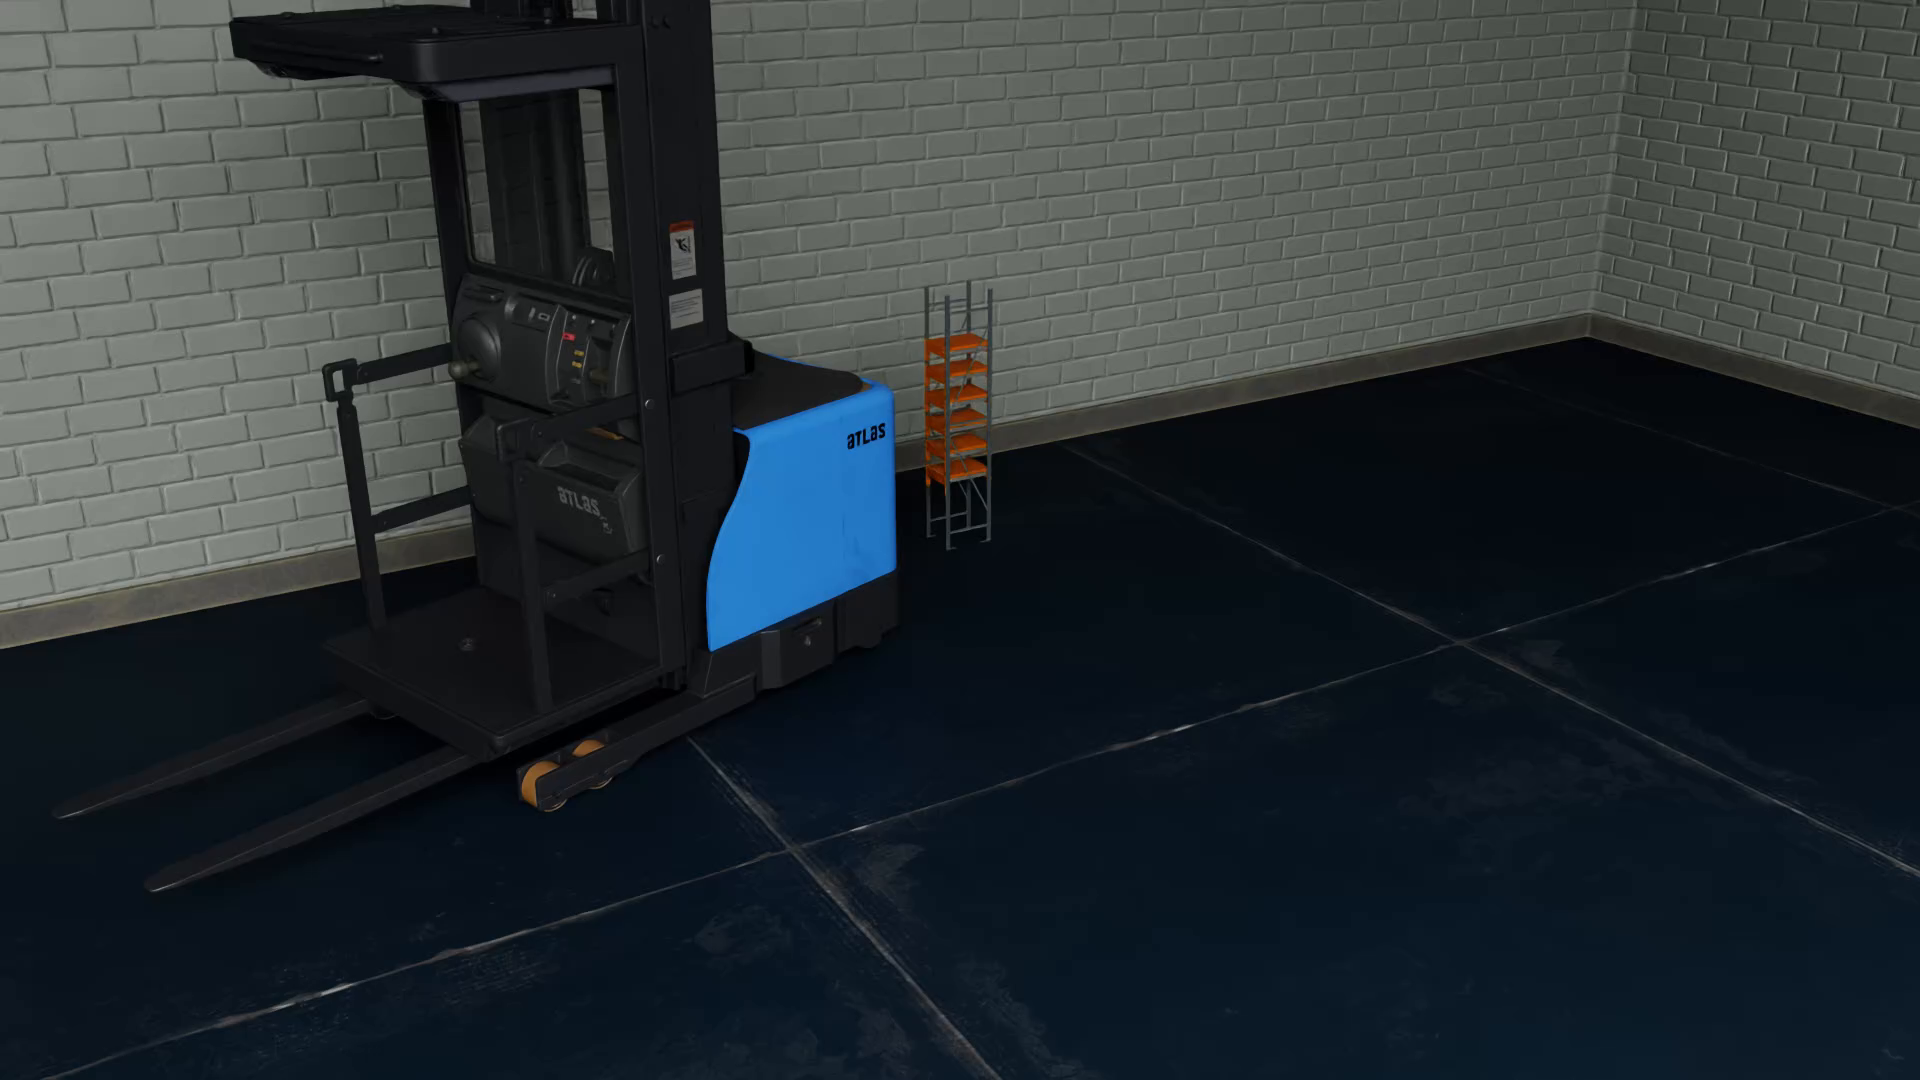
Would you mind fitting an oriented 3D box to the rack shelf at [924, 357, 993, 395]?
[{"bbox_3d":[-0.007,-0.742,7.523,0.258,0.103,0.180,-13,25,-28],"label":"rack shelf"}]

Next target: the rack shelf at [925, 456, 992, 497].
[{"bbox_3d":[-0.007,-0.297,7.704,0.258,0.103,0.180,-13,25,-28],"label":"rack shelf"}]

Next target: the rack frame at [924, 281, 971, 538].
[{"bbox_3d":[-0.054,-0.590,7.670,0.240,1.200,0.006,-13,25,-28],"label":"rack frame"}]

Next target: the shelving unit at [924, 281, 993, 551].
[{"bbox_3d":[-0.007,-0.561,7.597,0.258,1.200,0.189,-13,25,-28],"label":"shelving unit"}]

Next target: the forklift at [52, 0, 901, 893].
[{"bbox_3d":[-1.579,-0.662,5.547,1.130,2.935,3.031,18,28,37],"label":"forklift"}]

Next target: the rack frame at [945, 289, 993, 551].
[{"bbox_3d":[0.039,-0.531,7.524,0.240,1.200,0.006,-13,25,-28],"label":"rack frame"}]

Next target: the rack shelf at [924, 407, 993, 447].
[{"bbox_3d":[-0.007,-0.519,7.614,0.258,0.103,0.180,-13,25,-28],"label":"rack shelf"}]

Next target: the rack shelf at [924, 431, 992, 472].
[{"bbox_3d":[-0.007,-0.408,7.659,0.258,0.103,0.180,-13,25,-28],"label":"rack shelf"}]

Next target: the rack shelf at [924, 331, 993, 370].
[{"bbox_3d":[-0.007,-0.853,7.478,0.258,0.103,0.180,-13,25,-28],"label":"rack shelf"}]

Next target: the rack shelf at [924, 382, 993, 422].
[{"bbox_3d":[-0.007,-0.631,7.569,0.258,0.103,0.180,-13,25,-28],"label":"rack shelf"}]
